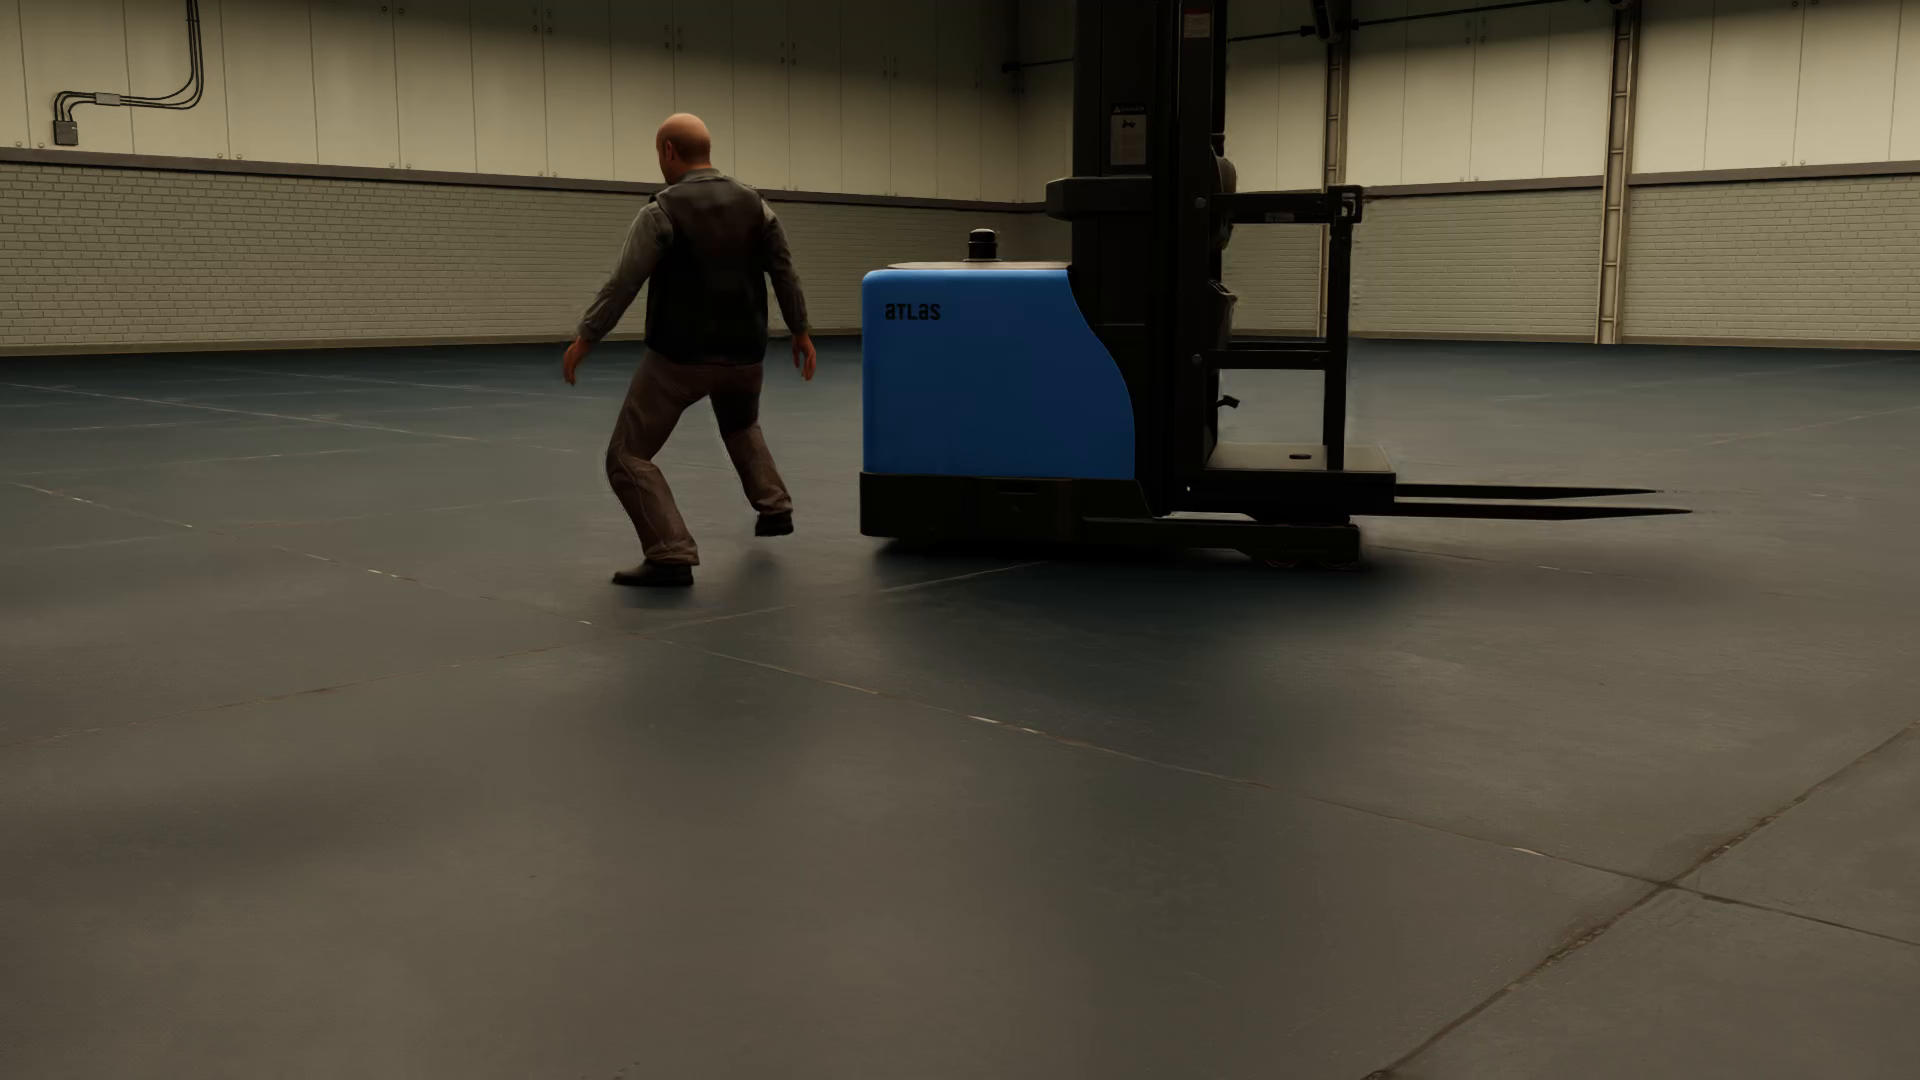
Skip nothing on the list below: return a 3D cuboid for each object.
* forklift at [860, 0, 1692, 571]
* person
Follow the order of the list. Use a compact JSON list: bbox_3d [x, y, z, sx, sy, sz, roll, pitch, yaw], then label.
[{"bbox_3d":[1.184,-1.425,6.340,3.031,2.935,1.130,2,9,11],"label":"forklift"},{"bbox_3d":[-0.932,-0.680,5.904,0.916,1.613,0.598,-6,10,-34],"label":"person"}]
